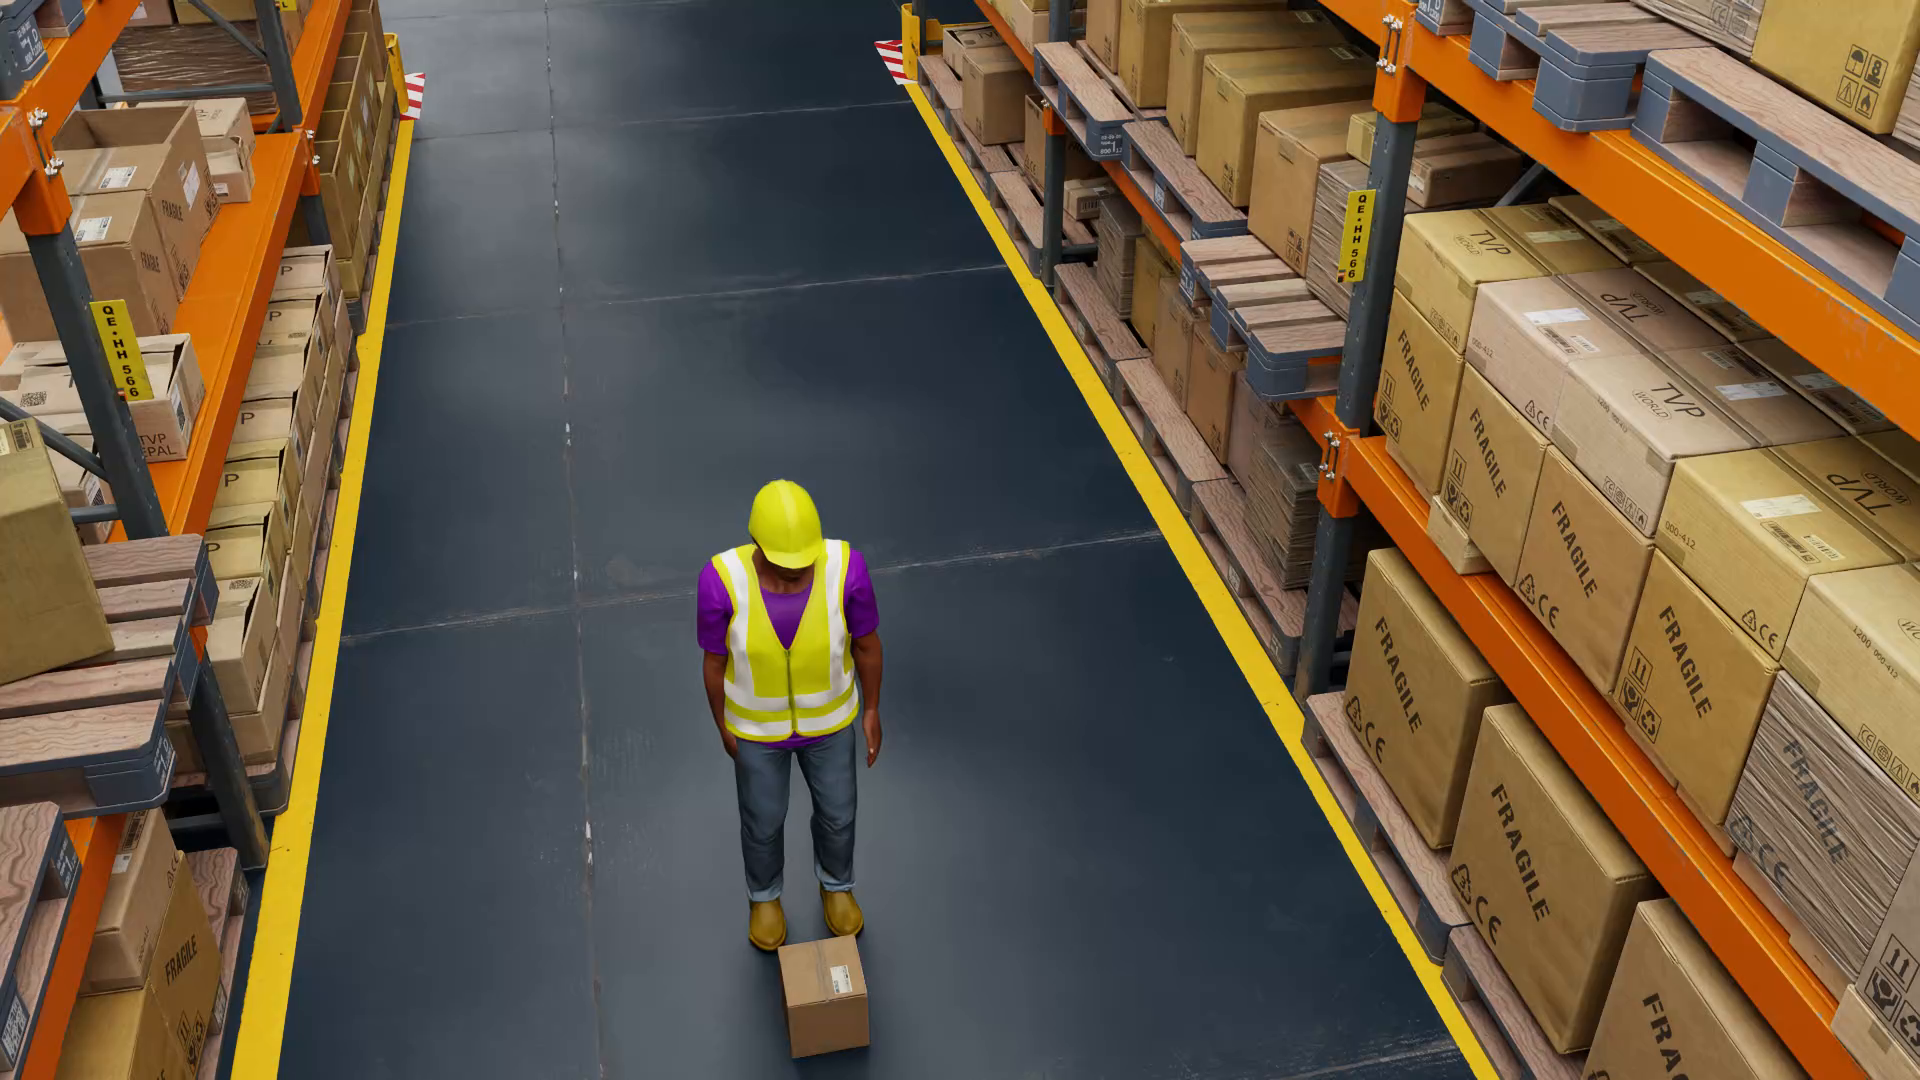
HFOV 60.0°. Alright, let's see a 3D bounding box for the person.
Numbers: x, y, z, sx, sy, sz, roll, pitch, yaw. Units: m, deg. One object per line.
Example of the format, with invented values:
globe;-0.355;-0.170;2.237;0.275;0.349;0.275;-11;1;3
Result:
person;-0.520;0.562;5.299;0.568;1.758;0.368;-7;35;-10
